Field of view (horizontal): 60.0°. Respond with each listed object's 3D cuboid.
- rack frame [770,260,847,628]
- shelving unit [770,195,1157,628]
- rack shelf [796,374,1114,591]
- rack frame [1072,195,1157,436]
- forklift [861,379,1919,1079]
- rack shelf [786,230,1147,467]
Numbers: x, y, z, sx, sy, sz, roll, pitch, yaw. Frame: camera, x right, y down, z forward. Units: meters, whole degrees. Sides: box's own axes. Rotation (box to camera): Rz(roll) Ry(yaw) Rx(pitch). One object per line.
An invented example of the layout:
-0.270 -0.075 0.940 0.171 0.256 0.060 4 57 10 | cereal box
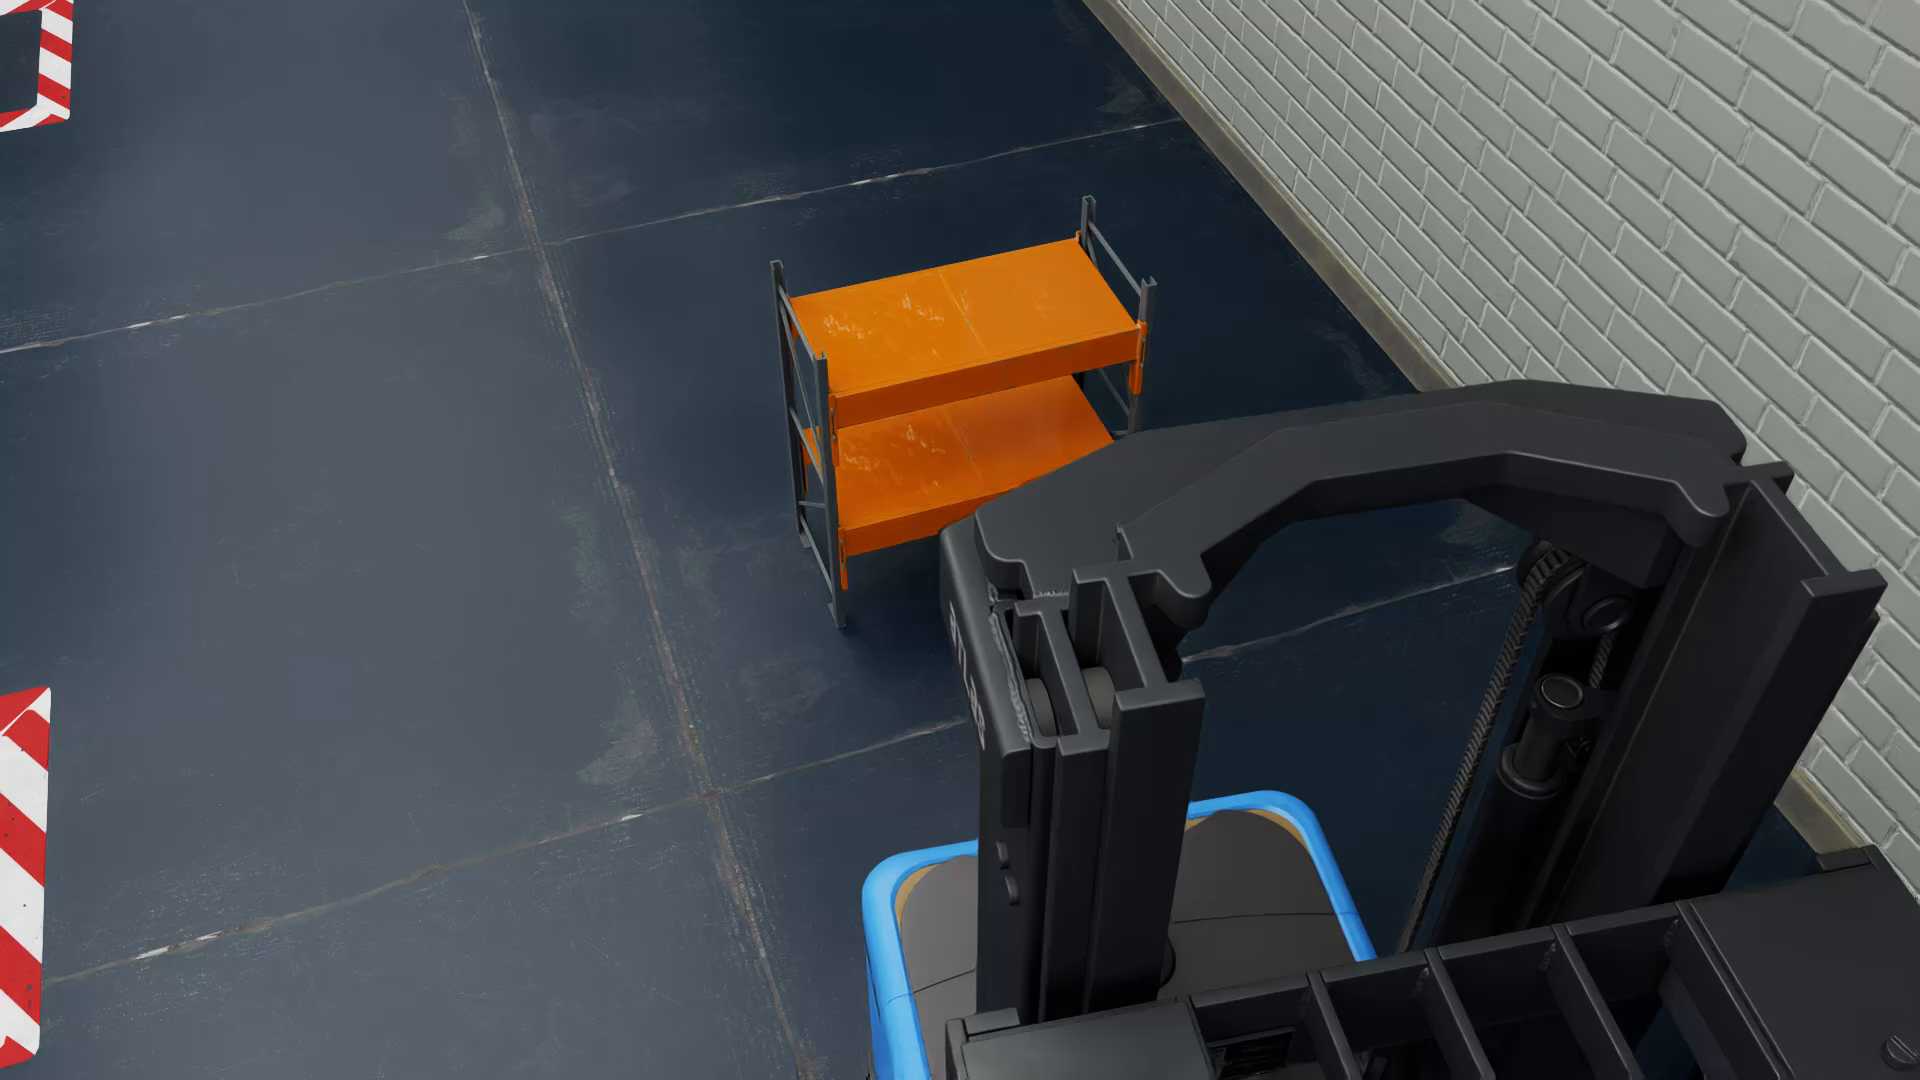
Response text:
-0.472 -0.276 5.231 0.032 1.125 0.500 -14 47 -14 | rack frame
0.006 -0.399 5.353 1.048 1.125 0.538 -14 47 -14 | shelving unit
0.006 -0.226 5.526 1.000 0.278 0.538 -14 47 -14 | rack shelf
0.484 -0.521 5.475 0.032 1.125 0.500 -14 47 -14 | rack frame
0.576 1.360 2.325 1.130 2.935 3.031 -8 46 -8 | forklift
0.006 -0.605 5.146 1.000 0.278 0.538 -14 47 -14 | rack shelf
